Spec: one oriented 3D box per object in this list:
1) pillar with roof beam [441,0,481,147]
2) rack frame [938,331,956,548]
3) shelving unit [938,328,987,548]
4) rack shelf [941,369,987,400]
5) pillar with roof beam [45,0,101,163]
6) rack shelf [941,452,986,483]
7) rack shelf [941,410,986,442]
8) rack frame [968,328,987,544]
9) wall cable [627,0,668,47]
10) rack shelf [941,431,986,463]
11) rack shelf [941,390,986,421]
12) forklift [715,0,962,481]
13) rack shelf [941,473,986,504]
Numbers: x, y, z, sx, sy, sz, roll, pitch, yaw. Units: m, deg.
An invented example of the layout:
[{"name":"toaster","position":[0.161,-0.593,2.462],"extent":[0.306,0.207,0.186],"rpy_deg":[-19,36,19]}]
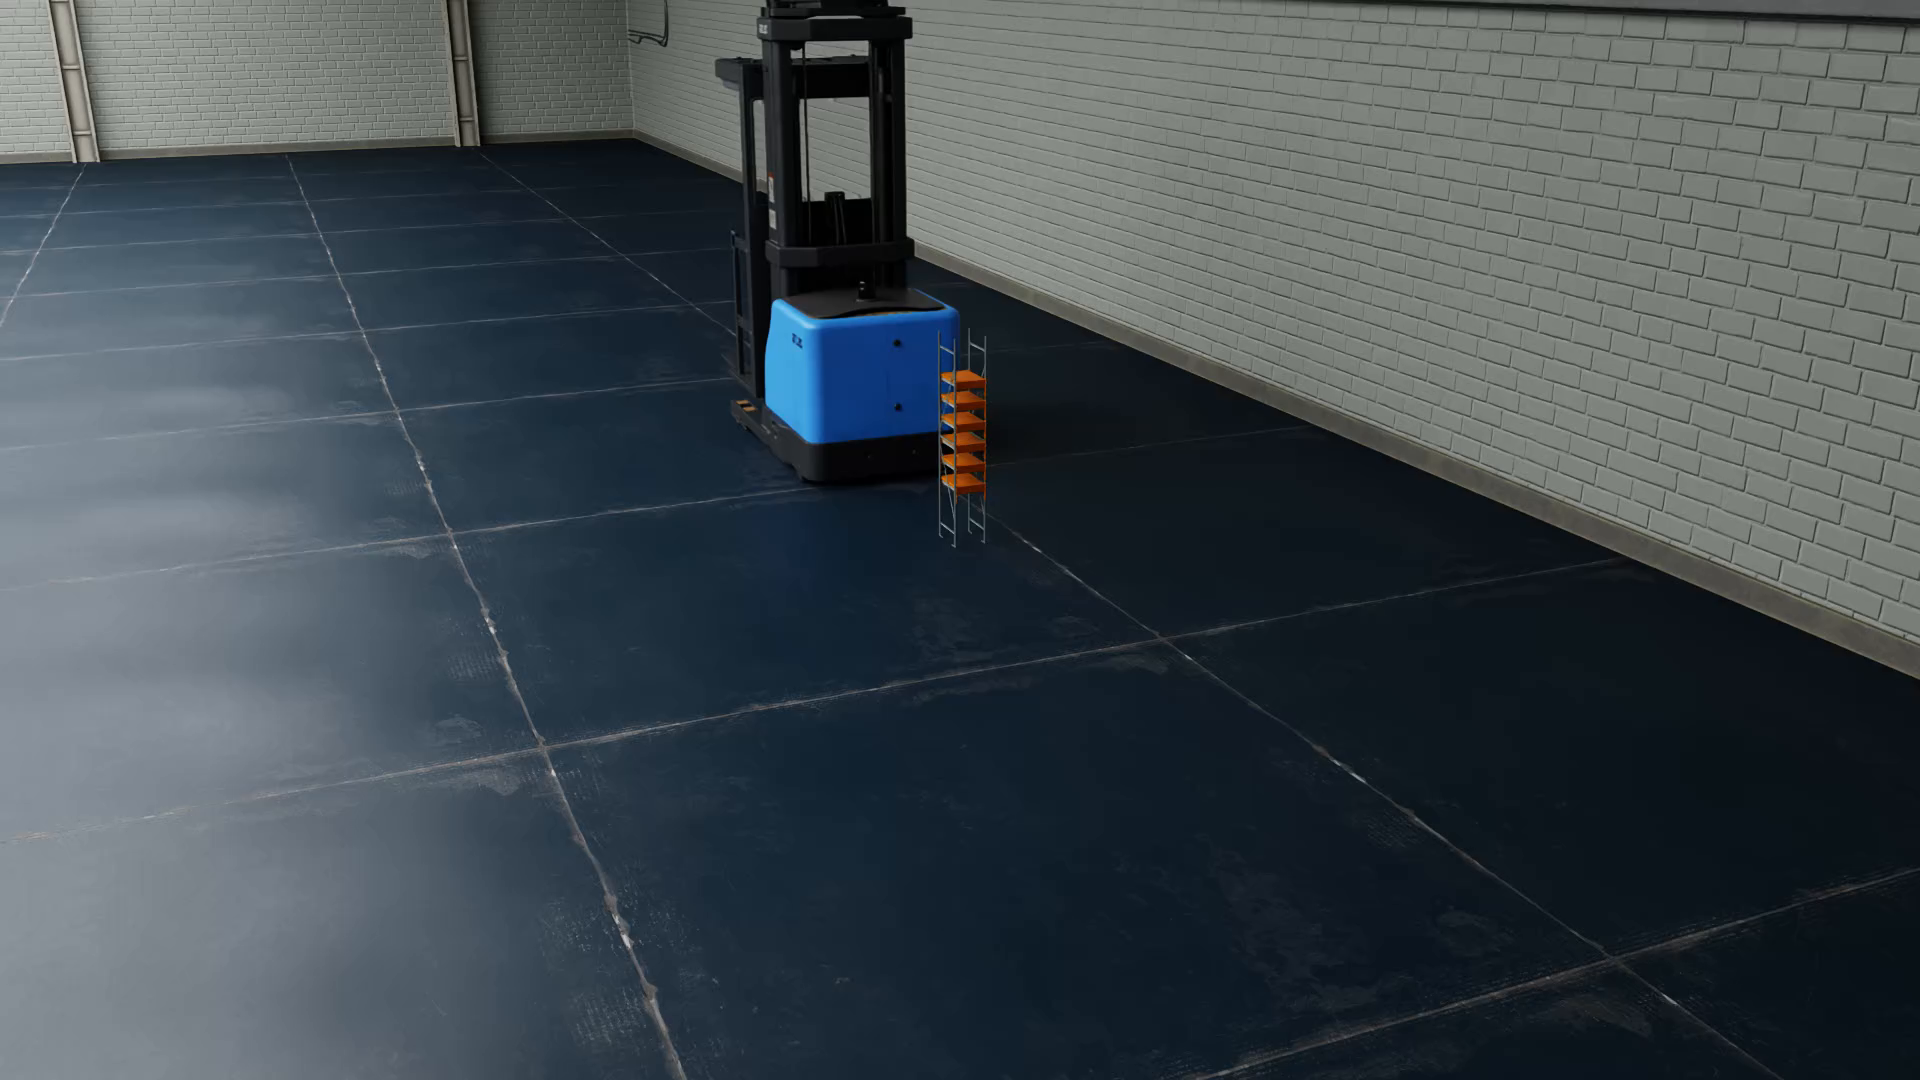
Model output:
[{"name":"pillar with roof beam","position":[-6.938,-9.863,23.985],"extent":[0.400,9.000,9.100],"rpy_deg":[-8,21,-22]},{"name":"rack frame","position":[-0.071,-0.556,9.294],"extent":[0.006,1.200,0.240],"rpy_deg":[-8,21,-22]},{"name":"shelving unit","position":[0.013,-0.568,9.328],"extent":[0.189,1.200,0.258],"rpy_deg":[-8,21,-22]},{"name":"rack shelf","position":[0.013,-0.866,9.223],"extent":[0.180,0.103,0.258],"rpy_deg":[-8,21,-22]},{"name":"pillar with roof beam","position":[-12.447,-9.074,21.744],"extent":[0.400,9.000,9.100],"rpy_deg":[-8,21,-22]},{"name":"rack shelf","position":[0.013,-0.413,9.383],"extent":[0.180,0.103,0.258],"rpy_deg":[-8,21,-22]},{"name":"rack shelf","position":[0.013,-0.639,9.303],"extent":[0.180,0.103,0.258],"rpy_deg":[-8,21,-22]},{"name":"rack frame","position":[0.097,-0.580,9.362],"extent":[0.006,1.200,0.240],"rpy_deg":[-8,21,-22]},{"name":"wall cable","position":[-5.414,-9.696,28.185],"extent":[0.112,2.526,3.097],"rpy_deg":[-8,21,-22]},{"name":"rack shelf","position":[0.013,-0.526,9.343],"extent":[0.180,0.103,0.258],"rpy_deg":[-8,21,-22]},{"name":"rack shelf","position":[0.013,-0.752,9.263],"extent":[0.180,0.103,0.258],"rpy_deg":[-8,21,-22]},{"name":"forklift","position":[-0.993,-2.200,11.358],"extent":[1.130,2.935,3.031],"rpy_deg":[-7,21,-20]},{"name":"rack shelf","position":[0.013,-0.300,9.423],"extent":[0.180,0.103,0.258],"rpy_deg":[-8,21,-22]}]
